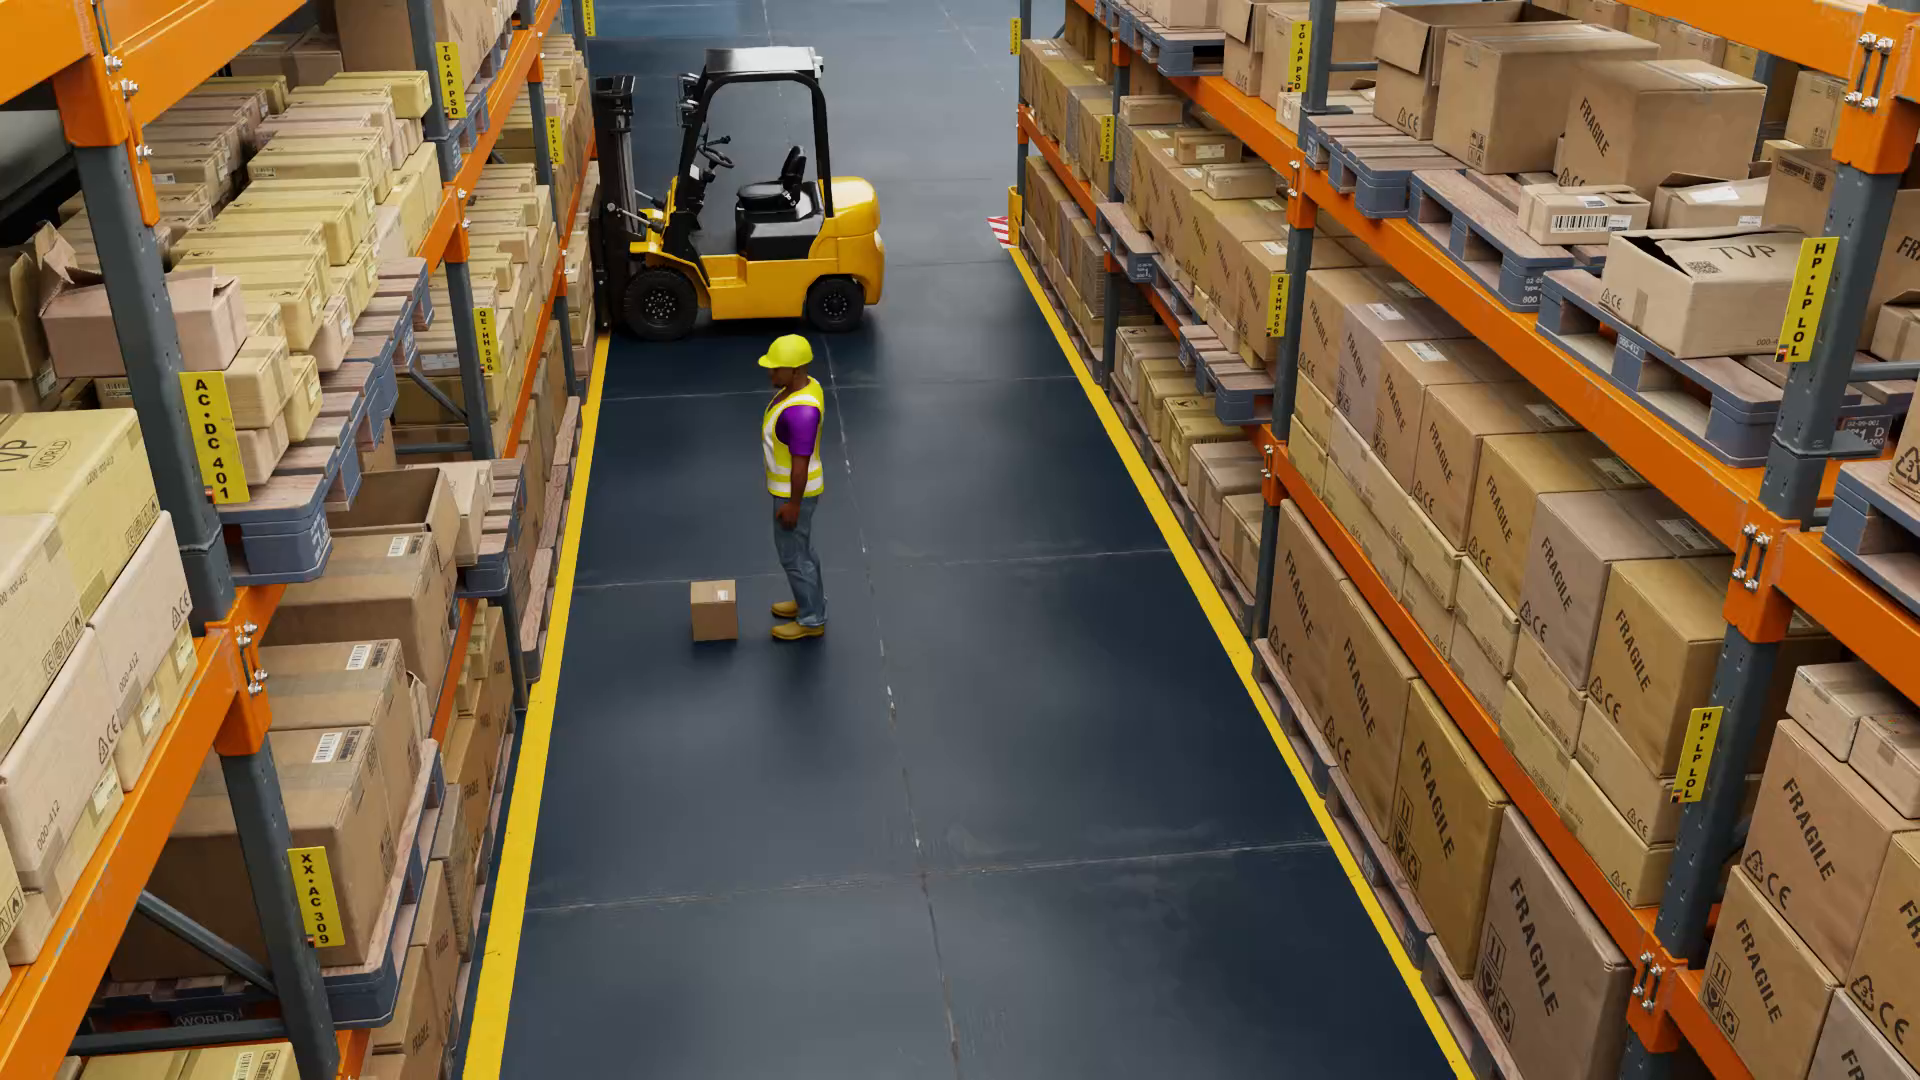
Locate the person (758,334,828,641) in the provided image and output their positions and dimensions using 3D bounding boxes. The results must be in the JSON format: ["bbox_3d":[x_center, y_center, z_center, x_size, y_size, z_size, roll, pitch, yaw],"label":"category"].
[{"bbox_3d":[-0.909,-0.295,9.172,0.360,1.762,0.564,-3,27,-6],"label":"person"}]
